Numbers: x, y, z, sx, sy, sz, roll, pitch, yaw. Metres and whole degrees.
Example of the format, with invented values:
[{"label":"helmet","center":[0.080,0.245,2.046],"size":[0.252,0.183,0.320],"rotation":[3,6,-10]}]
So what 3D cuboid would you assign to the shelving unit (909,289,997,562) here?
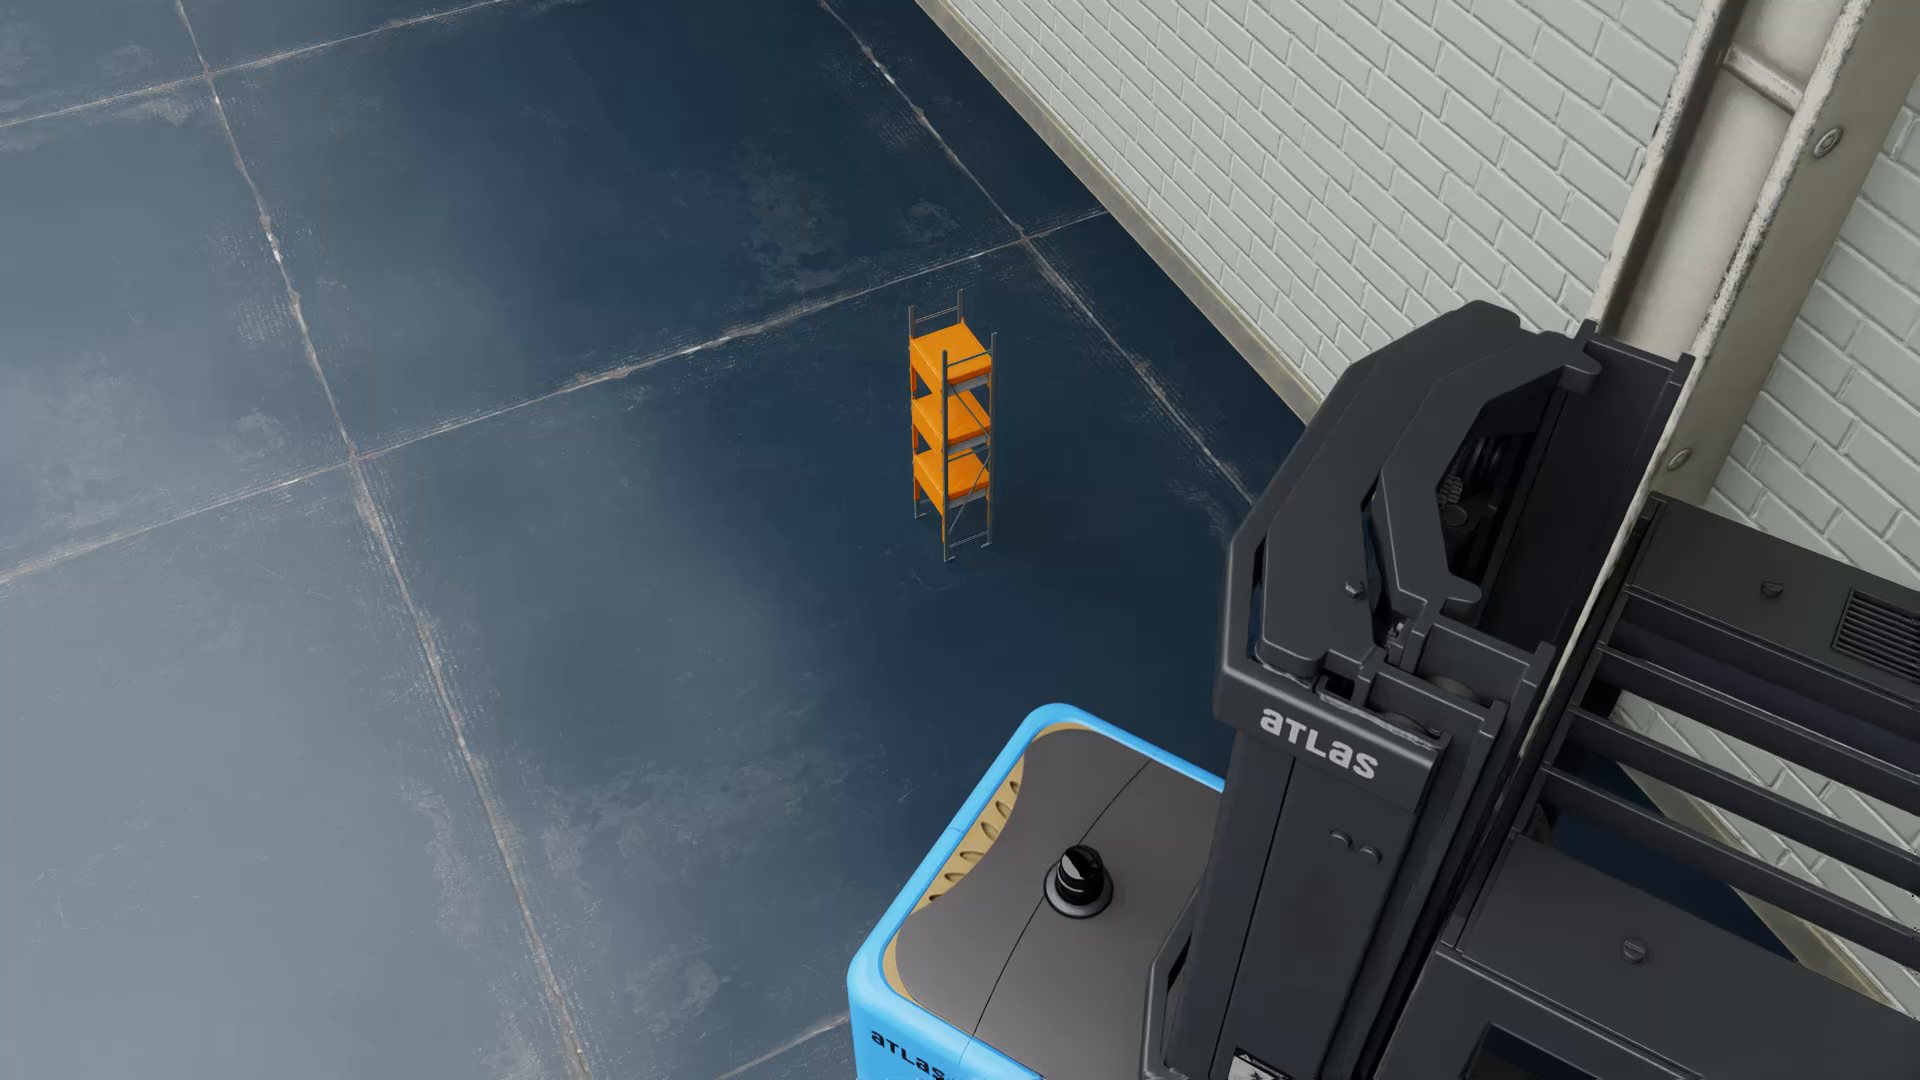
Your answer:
[{"label":"shelving unit","center":[-0.025,-0.381,5.886],"size":[0.215,1.050,0.252],"rotation":[-21,52,-18]}]

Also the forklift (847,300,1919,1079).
[{"label":"forklift","center":[1.238,1.050,3.385],"size":[3.031,2.935,1.130],"rotation":[25,53,20]}]

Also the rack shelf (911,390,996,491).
[{"label":"rack shelf","center":[-0.025,-0.374,5.894],"size":[0.215,0.259,0.240],"rotation":[-21,52,-18]}]

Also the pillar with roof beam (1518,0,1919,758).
[{"label":"pillar with roof beam","center":[-1.883,-0.925,1.081],"size":[9.100,9.000,0.400],"rotation":[-21,52,-18]}]

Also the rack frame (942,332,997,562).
[{"label":"rack frame","center":[0.031,-0.300,5.815],"size":[0.200,1.050,0.008],"rotation":[-21,52,-18]}]

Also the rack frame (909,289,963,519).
[{"label":"rack frame","center":[-0.080,-0.463,5.958],"size":[0.200,1.050,0.008],"rotation":[-21,52,-18]}]

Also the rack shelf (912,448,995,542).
[{"label":"rack shelf","center":[-0.025,-0.191,6.103],"size":[0.215,0.259,0.240],"rotation":[-21,52,-18]}]

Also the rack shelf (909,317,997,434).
[{"label":"rack shelf","center":[-0.025,-0.561,5.680],"size":[0.215,0.259,0.240],"rotation":[-21,52,-18]}]
